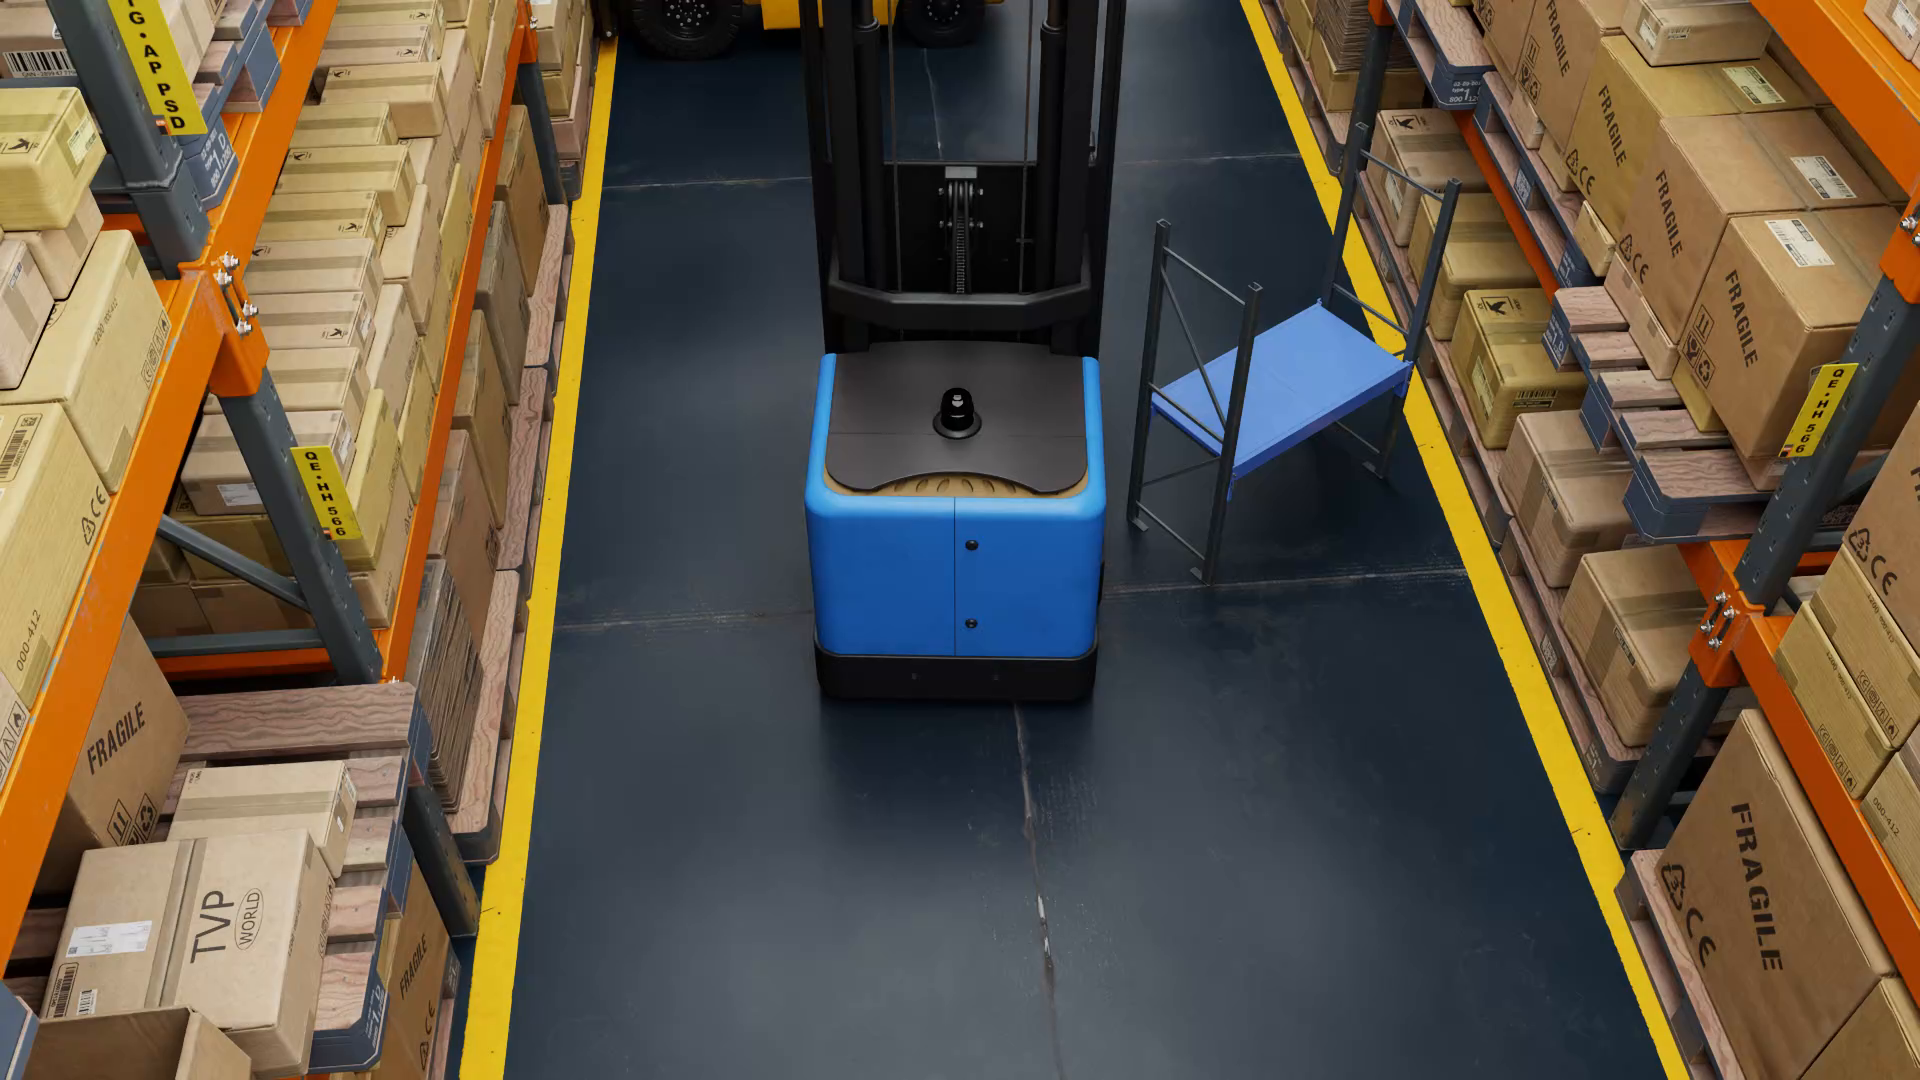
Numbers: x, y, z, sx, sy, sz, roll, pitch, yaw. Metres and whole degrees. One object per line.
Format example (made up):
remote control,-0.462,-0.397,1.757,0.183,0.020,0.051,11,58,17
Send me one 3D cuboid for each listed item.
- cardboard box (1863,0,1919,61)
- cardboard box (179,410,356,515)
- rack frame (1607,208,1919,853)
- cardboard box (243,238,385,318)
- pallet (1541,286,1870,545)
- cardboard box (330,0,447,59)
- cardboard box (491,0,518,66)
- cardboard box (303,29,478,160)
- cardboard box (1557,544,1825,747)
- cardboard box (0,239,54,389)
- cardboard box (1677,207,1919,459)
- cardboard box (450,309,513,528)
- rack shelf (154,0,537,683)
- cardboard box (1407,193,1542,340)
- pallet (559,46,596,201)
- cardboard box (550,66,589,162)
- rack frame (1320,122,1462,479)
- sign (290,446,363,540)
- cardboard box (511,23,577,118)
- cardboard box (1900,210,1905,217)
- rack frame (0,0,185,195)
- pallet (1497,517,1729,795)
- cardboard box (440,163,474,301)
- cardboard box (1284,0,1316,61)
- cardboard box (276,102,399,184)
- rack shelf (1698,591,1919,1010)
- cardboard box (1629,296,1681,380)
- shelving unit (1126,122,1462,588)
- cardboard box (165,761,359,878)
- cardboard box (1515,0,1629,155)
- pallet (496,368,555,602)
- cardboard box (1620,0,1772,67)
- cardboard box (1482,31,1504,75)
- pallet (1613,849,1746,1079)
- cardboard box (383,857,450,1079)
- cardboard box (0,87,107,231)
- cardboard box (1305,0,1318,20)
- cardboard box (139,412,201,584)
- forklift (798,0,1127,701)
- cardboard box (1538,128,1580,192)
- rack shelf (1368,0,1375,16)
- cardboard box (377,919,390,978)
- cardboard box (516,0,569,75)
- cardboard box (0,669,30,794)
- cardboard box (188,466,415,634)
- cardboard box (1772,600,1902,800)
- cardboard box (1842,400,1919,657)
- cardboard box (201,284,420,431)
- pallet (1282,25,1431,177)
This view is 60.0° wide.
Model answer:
cardboard box,2.547,-1.348,4.204,0.380,0.149,0.250,-3,47,-3
cardboard box,-1.868,-0.210,4.504,0.380,0.149,0.250,-2,47,-2
rack frame,2.811,-0.009,4.829,1.000,3.000,0.127,-3,47,-3
cardboard box,-1.973,-0.776,5.040,0.380,0.149,0.250,-3,47,-3
pallet,2.646,-0.452,5.380,1.213,0.211,1.003,-3,47,-3
cardboard box,-2.098,-1.880,6.086,0.380,0.149,0.250,-4,47,-4
cardboard box,-2.166,-2.198,7.005,0.500,0.250,0.500,-3,47,-2
cardboard box,-2.086,-1.637,6.130,0.500,0.250,0.500,-3,47,-3
cardboard box,2.774,0.341,6.018,0.950,0.372,0.625,-6,47,-6
cardboard box,-1.863,-0.391,2.953,0.380,0.149,0.250,-4,47,-4
cardboard box,2.496,-0.602,4.827,0.500,0.500,0.500,-5,47,-4
cardboard box,-2.292,-0.443,6.587,0.875,0.625,0.625,-5,47,-5
rack shelf,-2.302,-0.904,6.172,1.077,0.370,4.000,-3,47,-3
cardboard box,2.587,-1.244,7.519,0.950,0.372,0.625,-1,47,-1
pallet,-2.494,-2.217,8.841,1.003,0.211,1.213,-3,47,-3
cardboard box,-2.180,-2.167,8.478,0.500,0.250,0.500,-3,47,-3
rack frame,1.665,-0.926,6.730,0.032,1.500,0.500,-29,53,-25
sign,-1.594,-0.115,4.186,0.100,0.325,0.005,-3,47,-3
cardboard box,-2.202,-2.338,8.295,0.500,0.250,0.500,-4,47,-3
cardboard box,3.004,-0.629,4.854,0.500,0.500,0.500,-5,47,-4
rack frame,-2.134,-1.767,2.362,1.000,3.000,0.127,-3,47,-3
pallet,2.748,0.385,6.377,1.003,0.211,1.213,-3,47,-3
cardboard box,-2.057,-1.100,5.966,0.500,0.250,0.500,-2,47,-2
cardboard box,2.105,-2.898,9.169,0.500,0.250,0.500,-5,47,-4
cardboard box,-2.104,-1.326,5.560,0.380,0.149,0.250,-3,47,-3
rack shelf,2.979,1.686,3.719,1.077,0.370,4.000,-3,47,-3
cardboard box,2.389,-0.659,5.328,0.380,0.149,0.250,-4,47,-4
shelving unit,1.263,-0.700,6.516,1.048,1.500,0.538,-29,53,-25
cardboard box,-1.697,0.690,4.051,0.380,0.149,0.250,-3,47,-3
cardboard box,2.354,-1.735,5.901,0.500,0.500,0.500,-5,47,-5
pallet,-2.264,-0.224,6.953,1.003,0.211,1.213,-3,47,-3
cardboard box,2.393,-1.679,5.401,0.380,0.149,0.250,-6,47,-5
cardboard box,2.300,-1.971,6.571,0.380,0.149,0.250,-3,47,-3
pallet,2.802,1.525,5.297,1.003,0.211,1.213,-3,47,-3
cardboard box,-1.885,1.304,5.018,0.500,0.500,0.500,-2,47,-2
cardboard box,-1.811,-0.693,3.034,0.380,0.149,0.250,-2,47,-2
cardboard box,2.115,-3.139,8.881,0.500,0.500,0.500,-3,47,-3
cardboard box,-2.449,-0.132,4.705,0.500,0.250,0.500,-3,47,-2
forklift,0.013,-1.462,6.252,1.130,2.935,3.031,1,47,1
cardboard box,2.341,-1.406,6.036,0.380,0.149,0.250,-5,47,-5
rack shelf,2.309,-4.102,9.201,1.077,0.370,4.000,-3,47,-3
cardboard box,-1.841,1.130,4.736,0.380,0.149,0.250,-6,47,-5
cardboard box,-2.197,-2.510,8.114,0.500,0.250,0.500,-4,47,-4
cardboard box,-1.765,0.398,2.481,0.500,0.250,0.500,-3,47,-3
cardboard box,-1.928,0.012,4.913,0.500,0.250,0.500,-3,47,-3
cardboard box,2.602,0.412,4.533,0.500,0.250,0.500,-4,47,-4
cardboard box,2.609,-0.015,4.077,0.500,0.500,0.500,-5,47,-5
cardboard box,-1.969,-0.523,5.075,0.500,0.250,0.500,-2,47,-2
pallet,2.385,-2.427,9.040,1.003,0.211,1.213,-3,47,-3
